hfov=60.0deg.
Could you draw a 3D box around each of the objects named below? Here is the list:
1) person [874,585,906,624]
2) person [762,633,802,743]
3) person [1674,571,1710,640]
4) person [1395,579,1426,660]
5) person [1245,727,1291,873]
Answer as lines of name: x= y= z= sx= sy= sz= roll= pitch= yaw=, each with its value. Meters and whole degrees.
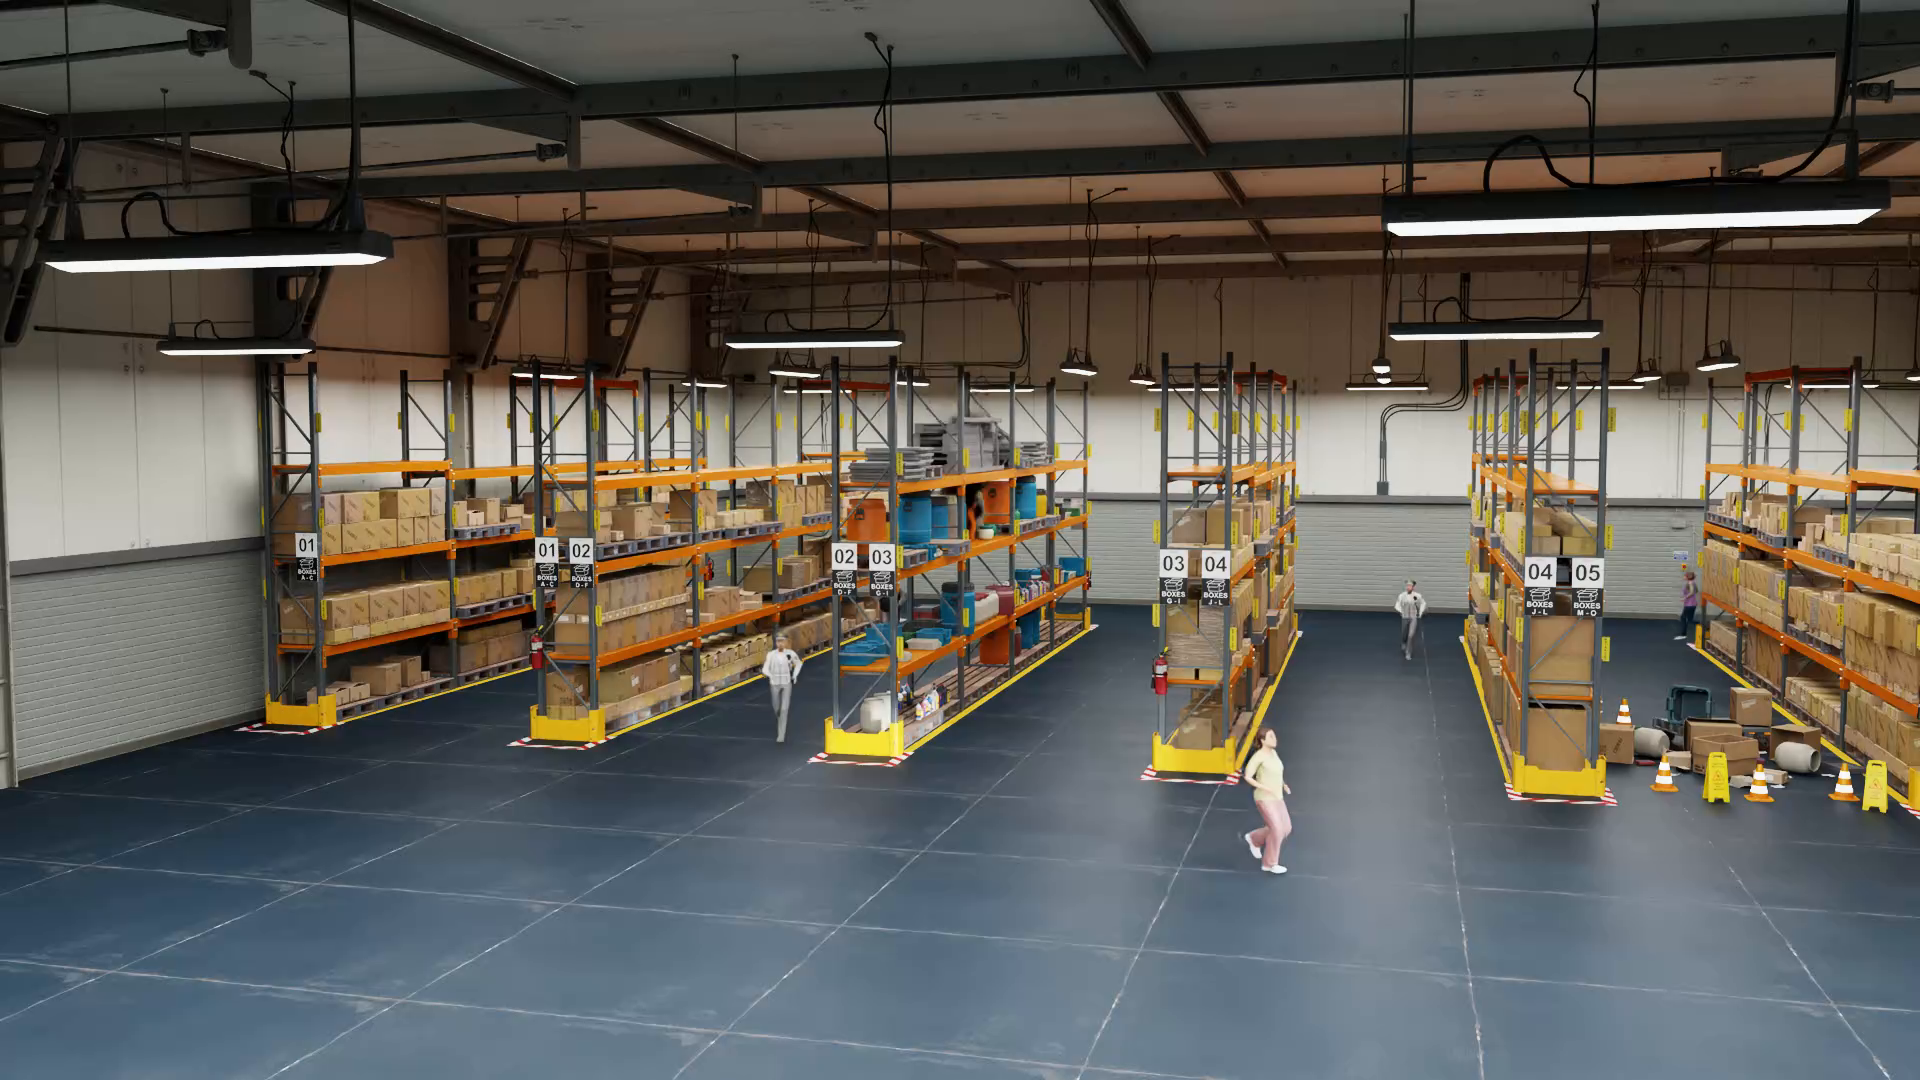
person: x=-1.466 y=1.503 z=34.539 sx=0.657 sy=1.683 sz=0.587 roll=0 pitch=4 yaw=4
person: x=-2.820 y=2.301 z=26.344 sx=0.616 sy=1.692 sz=0.901 roll=0 pitch=4 yaw=1
person: x=16.832 y=1.531 z=38.160 sx=0.790 sy=1.576 sz=0.553 roll=2 pitch=4 yaw=22
person: x=9.613 y=1.677 z=35.488 sx=0.625 sy=1.701 sz=0.850 roll=1 pitch=4 yaw=20
person: x=3.401 y=2.883 z=18.573 sx=0.579 sy=1.618 sz=0.578 roll=4 pitch=6 yaw=44
